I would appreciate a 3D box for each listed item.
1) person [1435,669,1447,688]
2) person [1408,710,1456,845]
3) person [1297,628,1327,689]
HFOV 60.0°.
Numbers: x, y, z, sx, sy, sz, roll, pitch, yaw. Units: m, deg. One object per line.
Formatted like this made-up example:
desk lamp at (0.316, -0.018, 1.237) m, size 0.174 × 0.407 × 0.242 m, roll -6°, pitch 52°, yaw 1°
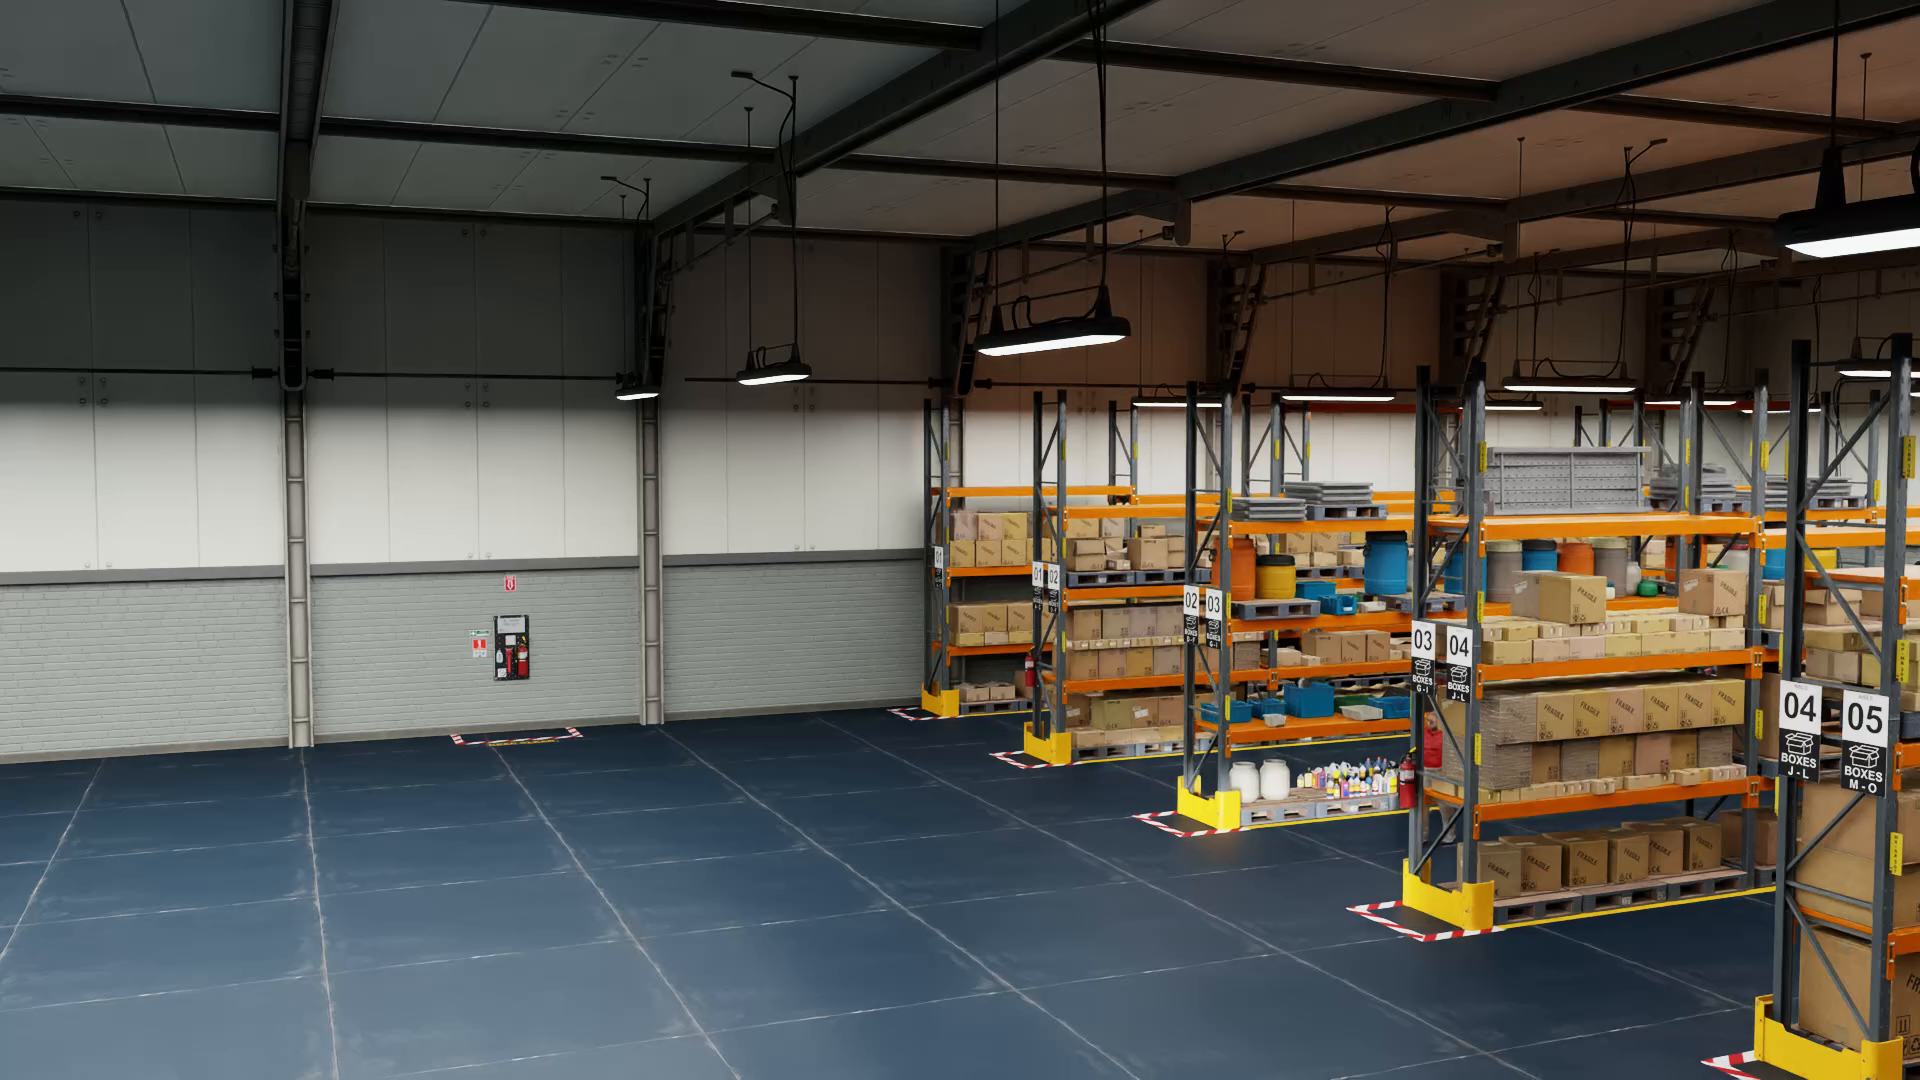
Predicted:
person at (9.720, 2.371, 33.274) m, size 1.049 × 1.622 × 0.511 m, roll -1°, pitch 4°, yaw -23°
person at (6.107, 3.057, 21.361) m, size 0.667 × 1.755 × 0.585 m, roll -2°, pitch 4°, yaw -35°
person at (6.613, 2.441, 31.362) m, size 1.084 × 1.708 × 0.579 m, roll -1°, pitch 4°, yaw -22°
